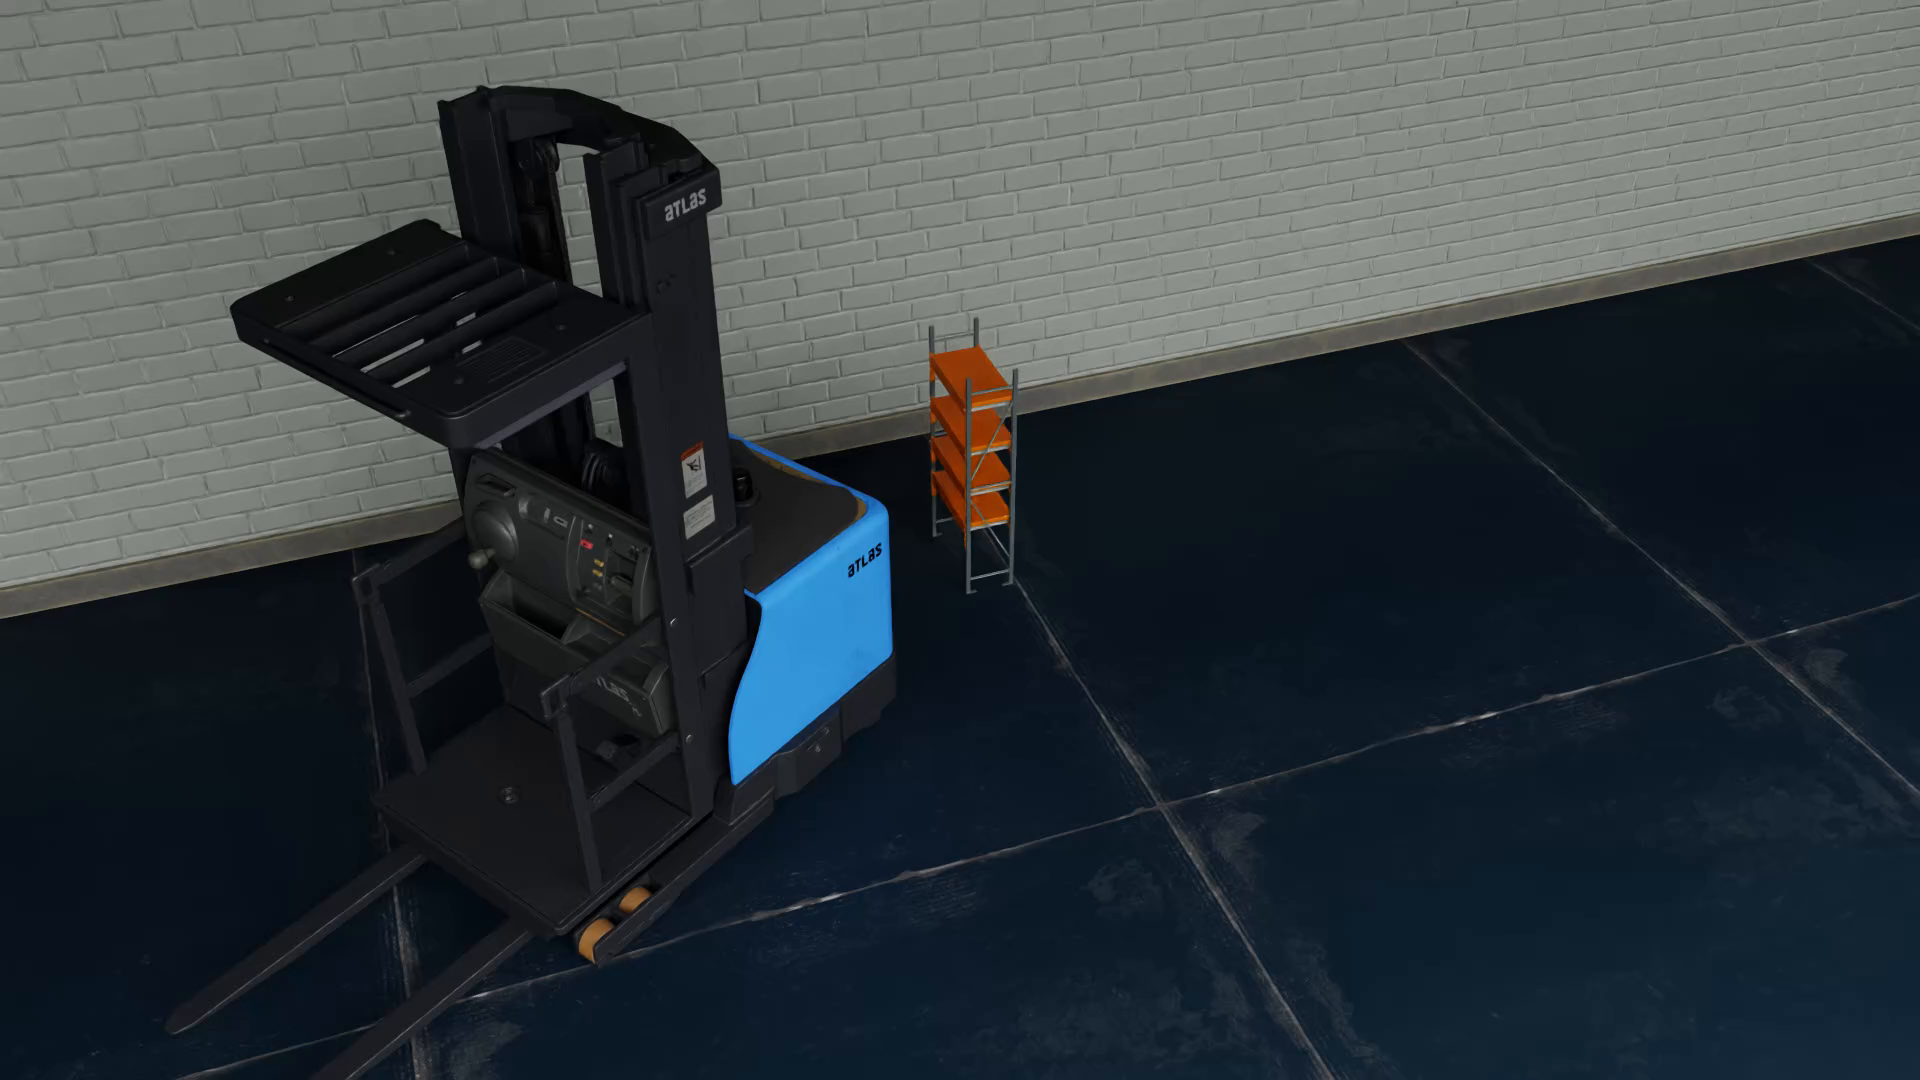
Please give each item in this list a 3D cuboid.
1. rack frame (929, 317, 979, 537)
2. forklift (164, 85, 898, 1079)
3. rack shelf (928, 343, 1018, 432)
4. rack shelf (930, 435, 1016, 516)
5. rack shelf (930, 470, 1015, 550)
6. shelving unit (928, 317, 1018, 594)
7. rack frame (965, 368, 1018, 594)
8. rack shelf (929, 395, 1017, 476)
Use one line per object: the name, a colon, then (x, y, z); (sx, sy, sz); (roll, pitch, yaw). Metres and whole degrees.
rack frame: (-0.027, -0.524, 8.008); (0.240, 1.200, 0.015); (-12, 39, -16)
forklift: (-1.563, 0.074, 5.777); (1.130, 2.935, 3.031); (24, 43, 29)
rack shelf: (0.057, -0.700, 7.589); (0.258, 0.148, 0.480); (-12, 39, -16)
rack shelf: (0.057, -0.332, 7.866); (0.258, 0.148, 0.480); (-12, 39, -16)
rack shelf: (0.057, -0.173, 7.985); (0.258, 0.148, 0.480); (-12, 39, -16)
shelving unit: (0.057, -0.386, 7.825); (0.258, 1.200, 0.503); (-12, 39, -16)
rack frame: (0.141, -0.248, 7.642); (0.240, 1.200, 0.015); (-12, 39, -16)
rack shelf: (0.057, -0.511, 7.731); (0.258, 0.148, 0.480); (-12, 39, -16)
